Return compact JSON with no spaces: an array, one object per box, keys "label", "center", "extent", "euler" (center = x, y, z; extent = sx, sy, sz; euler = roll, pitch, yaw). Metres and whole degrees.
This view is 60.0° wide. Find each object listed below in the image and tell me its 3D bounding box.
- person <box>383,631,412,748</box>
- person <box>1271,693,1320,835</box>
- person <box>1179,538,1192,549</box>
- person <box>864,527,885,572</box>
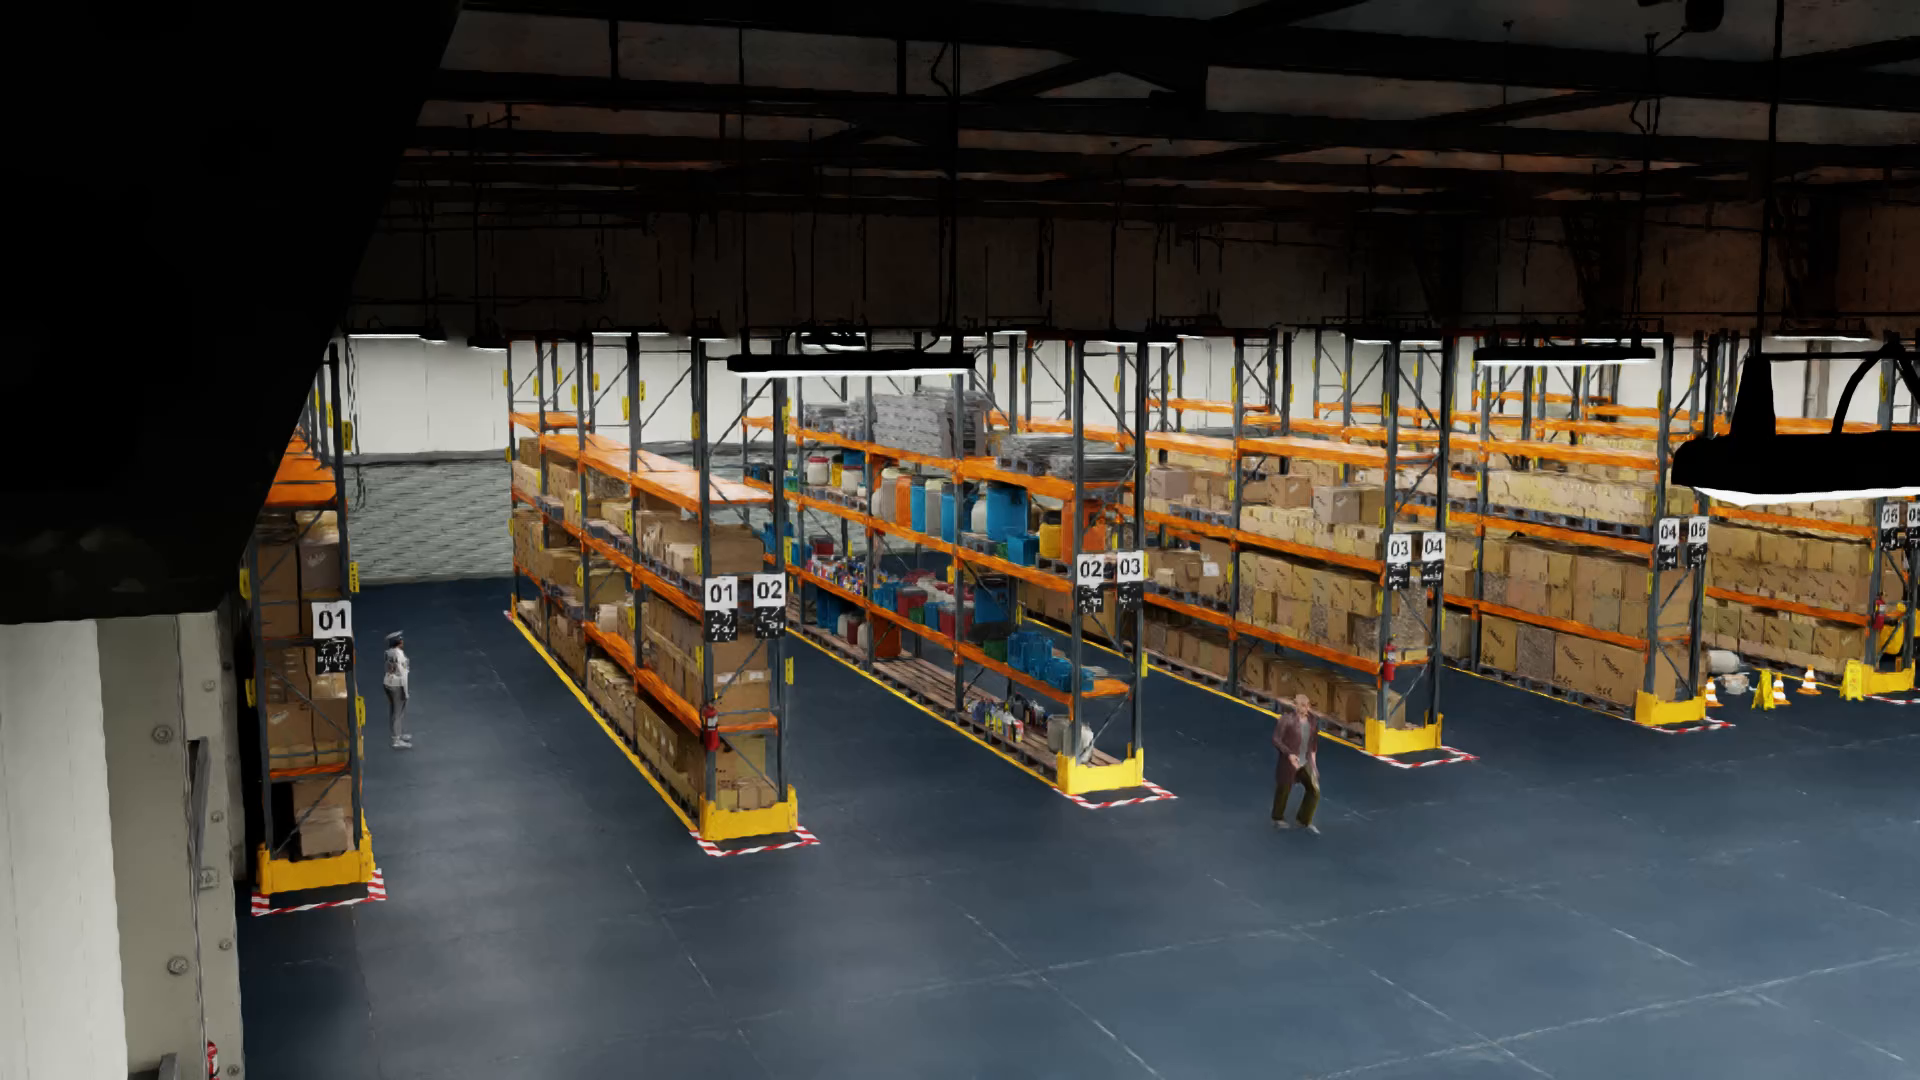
[{"label":"person","center":[-8.231,2.179,24.429],"extent":[0.550,1.672,0.434],"euler":[7,11,43]},{"label":"person","center":[4.132,2.714,20.354],"extent":[0.750,1.737,0.747],"euler":[-3,8,-19]},{"label":"person","center":[6.061,-0.558,44.745],"extent":[0.446,1.591,1.110],"euler":[-4,9,-25]},{"label":"person","center":[-2.125,-0.005,40.373],"extent":[0.518,1.721,0.731],"euler":[4,9,24]}]
